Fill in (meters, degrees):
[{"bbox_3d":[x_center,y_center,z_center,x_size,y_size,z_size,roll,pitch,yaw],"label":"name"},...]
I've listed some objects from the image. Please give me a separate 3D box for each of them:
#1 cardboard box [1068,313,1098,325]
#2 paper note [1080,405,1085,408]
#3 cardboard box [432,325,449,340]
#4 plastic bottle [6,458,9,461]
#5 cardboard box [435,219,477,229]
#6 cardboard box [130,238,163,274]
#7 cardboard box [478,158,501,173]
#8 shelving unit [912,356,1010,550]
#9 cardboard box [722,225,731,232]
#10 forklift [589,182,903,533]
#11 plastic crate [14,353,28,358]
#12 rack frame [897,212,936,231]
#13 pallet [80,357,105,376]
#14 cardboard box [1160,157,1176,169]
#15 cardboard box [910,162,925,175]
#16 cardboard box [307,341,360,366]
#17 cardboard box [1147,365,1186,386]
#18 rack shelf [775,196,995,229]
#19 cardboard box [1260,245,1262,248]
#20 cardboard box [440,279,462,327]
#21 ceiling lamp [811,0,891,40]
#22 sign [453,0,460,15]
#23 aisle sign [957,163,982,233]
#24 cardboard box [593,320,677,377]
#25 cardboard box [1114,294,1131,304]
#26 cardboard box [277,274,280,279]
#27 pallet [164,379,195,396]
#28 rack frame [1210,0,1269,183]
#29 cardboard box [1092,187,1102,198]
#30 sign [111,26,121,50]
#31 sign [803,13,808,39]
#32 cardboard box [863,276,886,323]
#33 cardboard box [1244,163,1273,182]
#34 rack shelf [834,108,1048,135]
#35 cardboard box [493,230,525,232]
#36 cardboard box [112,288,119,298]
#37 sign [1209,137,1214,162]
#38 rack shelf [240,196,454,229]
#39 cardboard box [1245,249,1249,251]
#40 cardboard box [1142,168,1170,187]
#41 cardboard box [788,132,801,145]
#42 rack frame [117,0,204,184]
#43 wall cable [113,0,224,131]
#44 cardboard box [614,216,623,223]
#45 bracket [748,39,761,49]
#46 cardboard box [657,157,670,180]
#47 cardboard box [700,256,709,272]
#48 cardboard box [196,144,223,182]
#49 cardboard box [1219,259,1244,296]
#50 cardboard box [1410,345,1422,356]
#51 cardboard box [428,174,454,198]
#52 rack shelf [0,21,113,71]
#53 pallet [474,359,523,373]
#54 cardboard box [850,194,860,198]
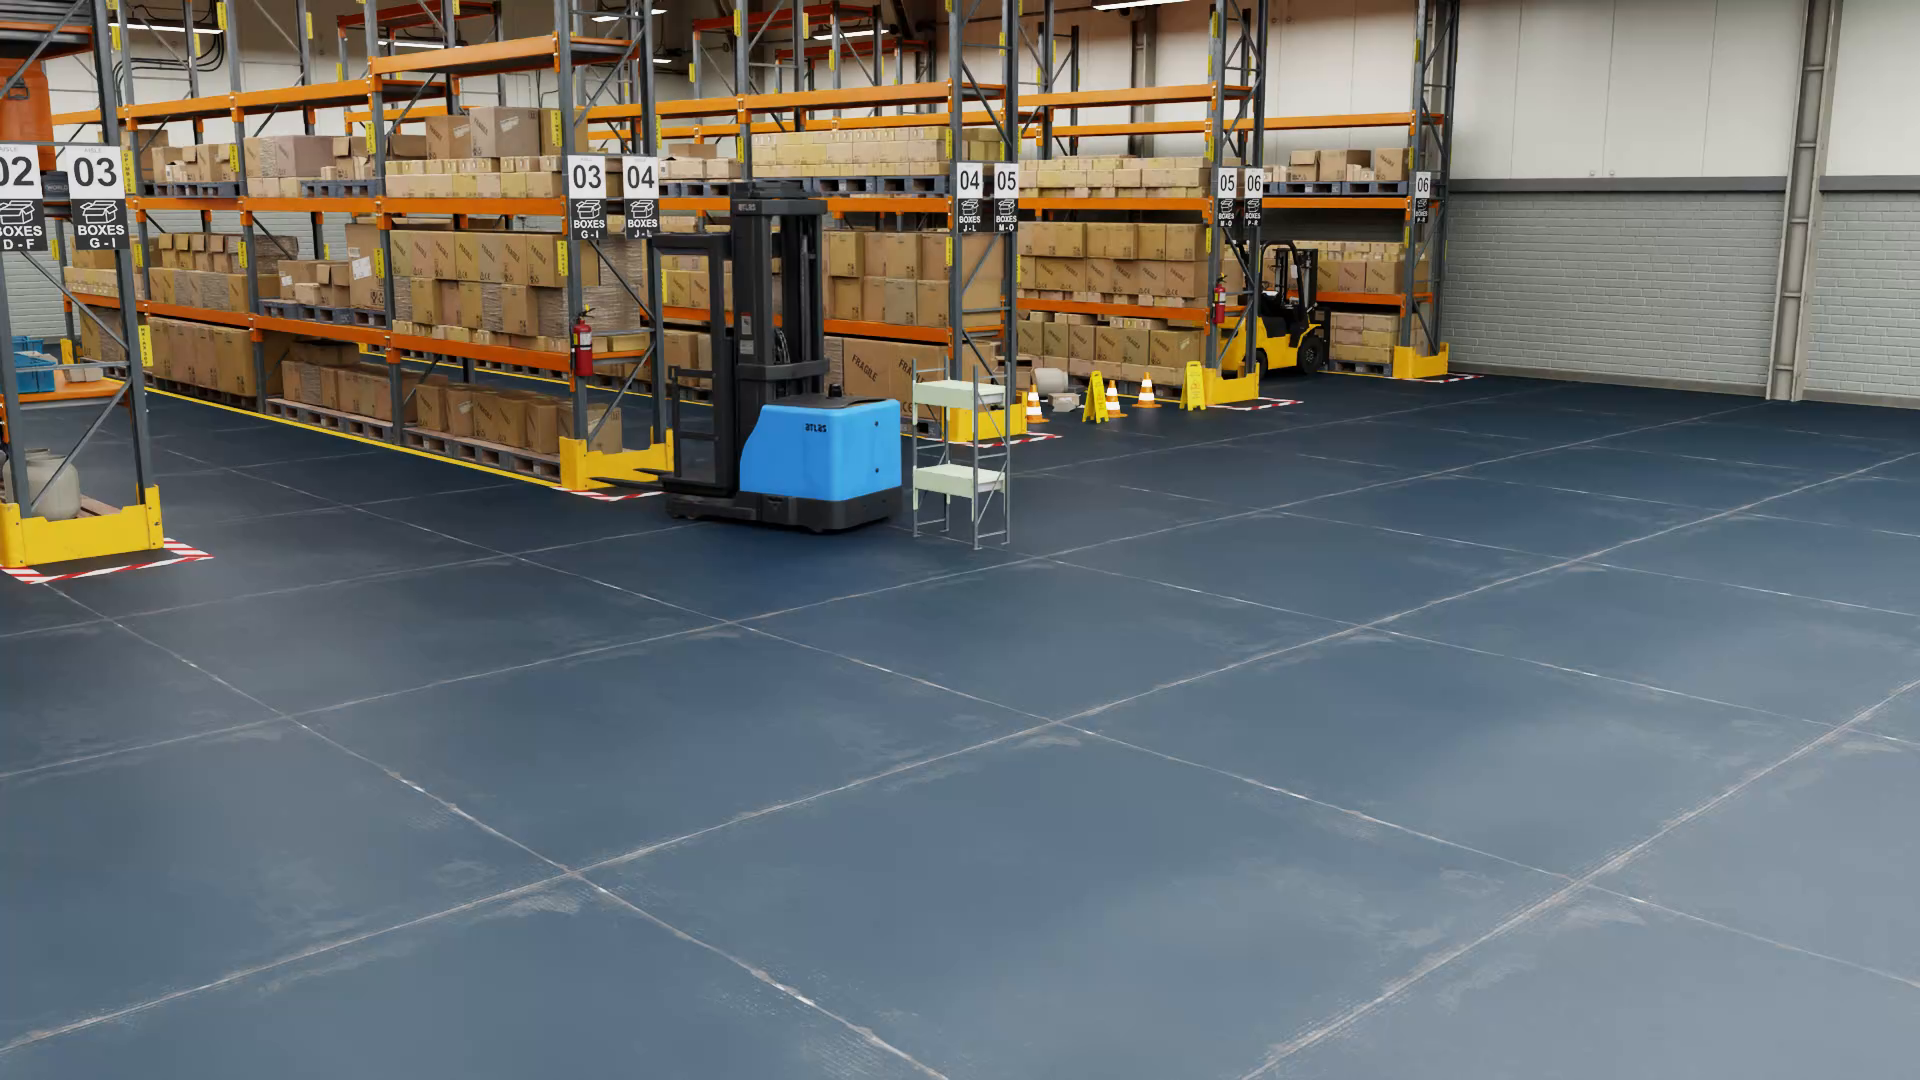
[{"bbox_3d":[1.828,-3.285,24.731,0.380,0.149,0.250,-10,15,-39],"label":"cardboard box"},{"bbox_3d":[1.699,-1.828,22.707,0.142,0.019,0.148,6,13,26],"label":"paper note"},{"bbox_3d":[-5.529,-2.280,18.165,0.380,0.149,0.250,-11,16,-43],"label":"cardboard box"},{"bbox_3d":[-8.768,-0.672,15.381,0.061,0.283,0.133,-11,16,-43],"label":"plastic bottle"},{"bbox_3d":[-8.526,-5.183,28.174,0.500,0.500,0.500,11,16,43],"label":"cardboard box"},{"bbox_3d":[-12.174,-4.261,24.936,0.500,0.500,0.500,-10,15,-41],"label":"cardboard box"},{"bbox_3d":[-4.687,-3.819,16.966,0.250,0.149,0.380,11,16,42],"label":"cardboard box"},{"bbox_3d":[0.005,-0.734,13.755,0.431,1.500,0.755,-11,16,-43],"label":"shelving unit"},{"bbox_3d":[-4.028,-5.537,30.626,0.500,0.500,0.500,-11,16,-43],"label":"cardboard box"},{"bbox_3d":[-2.030,-1.696,14.879,3.031,2.935,1.130,7,14,31],"label":"forklift"},{"bbox_3d":[-7.965,-1.404,13.663,0.499,0.251,0.408,-11,16,-43],"label":"plastic crate"},{"bbox_3d":[-0.908,-5.865,34.945,1.000,3.000,0.127,-11,16,-43],"label":"rack frame"},{"bbox_3d":[-13.817,-2.904,27.483,1.003,0.211,1.213,-11,16,-43],"label":"pallet"},{"bbox_3d":[3.004,-5.244,23.144,0.380,0.149,0.250,-11,16,-43],"label":"cardboard box"},{"bbox_3d":[-0.367,-4.356,19.520,0.380,0.149,0.250,-11,16,-42],"label":"cardboard box"},{"bbox_3d":[-8.043,-2.397,21.358,0.500,0.250,0.500,-9,14,-36],"label":"cardboard box"},{"bbox_3d":[3.022,-2.364,23.727,0.500,0.250,0.500,-11,16,-43],"label":"cardboard box"},{"bbox_3d":[-1.100,-4.126,20.851,1.077,0.370,4.000,-11,16,-43],"label":"rack shelf"},{"bbox_3d":[5.154,-5.008,28.195,0.380,0.149,0.250,-10,16,-41],"label":"cardboard box"},{"bbox_3d":[-5.135,-2.608,18.150,0.875,0.500,0.500,-11,16,-43],"label":"cardboard box"},{"bbox_3d":[-1.919,-11.234,31.670,0.800,3.185,2.000,-11,16,-43],"label":"ceiling lamp"},{"bbox_3d":[-5.733,-6.132,18.861,0.100,0.325,0.005,-11,16,-43],"label":"sign"},{"bbox_3d":[0.113,-3.938,19.149,0.394,0.787,0.004,-11,16,-43],"label":"aisle sign"},{"bbox_3d":[-4.888,-2.887,25.024,1.050,0.750,0.750,-11,16,-43],"label":"cardboard box"},{"bbox_3d":[2.444,-3.500,24.089,0.380,0.149,0.250,-11,16,-43],"label":"cardboard box"},{"bbox_3d":[-9.040,-3.366,22.567,0.500,0.500,0.500,-10,15,-41],"label":"cardboard box"},{"bbox_3d":[-11.076,-2.324,24.668,1.003,0.211,1.213,-11,16,-43],"label":"pallet"},{"bbox_3d":[3.791,-6.360,22.479,1.000,3.000,0.127,-11,16,-43],"label":"rack frame"},{"bbox_3d":[2.133,-5.046,24.159,0.380,0.149,0.250,-11,16,-42],"label":"cardboard box"},{"bbox_3d":[-12.082,-7.191,23.808,0.100,0.325,0.005,-11,16,-43],"label":"sign"},{"bbox_3d":[-2.063,-6.848,22.141,0.100,0.325,0.005,-11,16,-43],"label":"sign"},{"bbox_3d":[-0.700,-3.015,20.738,0.875,0.550,0.550,-11,16,-43],"label":"cardboard box"},{"bbox_3d":[5.015,-6.222,28.178,0.500,0.311,0.500,-10,16,-41],"label":"cardboard box"},{"bbox_3d":[-0.352,-6.687,26.842,1.077,0.370,4.000,-11,16,-43],"label":"rack shelf"},{"bbox_3d":[-4.938,-3.135,18.233,0.500,0.500,0.500,-11,16,-43],"label":"cardboard box"},{"bbox_3d":[-12.822,-3.818,25.631,0.380,0.149,0.250,-11,16,-42],"label":"cardboard box"},{"bbox_3d":[3.376,-5.250,22.331,0.100,0.325,0.005,-11,16,-43],"label":"sign"},{"bbox_3d":[-7.520,-4.033,20.402,1.077,0.370,4.000,-11,16,-43],"label":"rack shelf"},{"bbox_3d":[5.026,-4.909,28.451,0.380,0.149,0.250,-11,16,-43],"label":"cardboard box"},{"bbox_3d":[2.906,-5.075,23.313,0.500,0.250,0.500,-11,16,-43],"label":"cardboard box"},{"bbox_3d":[-1.949,-5.080,21.061,0.380,0.149,0.250,-11,16,-43],"label":"cardboard box"},{"bbox_3d":[-11.663,-6.730,24.277,1.000,3.000,0.127,-11,16,-43],"label":"rack frame"},{"bbox_3d":[-15.838,-10.195,33.122,2.277,5.999,0.120,-11,16,-43],"label":"wall cable"},{"bbox_3d":[-6.689,-6.404,33.230,0.250,0.149,0.380,11,16,43],"label":"cardboard box"},{"bbox_3d":[-4.851,-11.559,38.795,0.235,0.232,0.430,-11,16,-43],"label":"bracket"},{"bbox_3d":[-4.202,-5.280,23.605,0.500,0.311,0.500,-11,16,-44],"label":"cardboard box"},{"bbox_3d":[-3.185,-3.986,23.098,0.700,0.500,0.500,-11,16,-43],"label":"cardboard box"},{"bbox_3d":[-10.034,-5.124,22.629,0.500,0.500,0.500,-10,15,-40],"label":"cardboard box"},{"bbox_3d":[3.665,-3.724,23.567,0.500,0.500,0.500,-11,16,-43],"label":"cardboard box"},{"bbox_3d":[7.181,-3.072,27.160,0.500,0.250,0.500,-11,16,-42],"label":"cardboard box"},{"bbox_3d":[-5.309,-3.768,17.705,0.500,0.250,0.500,11,16,43],"label":"cardboard box"},{"bbox_3d":[-8.340,-4.032,13.956,1.077,0.370,4.000,-11,16,-43],"label":"rack shelf"},{"bbox_3d":[-7.467,-2.989,27.896,1.003,0.211,1.213,-11,16,-43],"label":"pallet"},{"bbox_3d":[-1.639,-5.865,28.136,0.380,0.149,0.250,-11,16,-43],"label":"cardboard box"}]
